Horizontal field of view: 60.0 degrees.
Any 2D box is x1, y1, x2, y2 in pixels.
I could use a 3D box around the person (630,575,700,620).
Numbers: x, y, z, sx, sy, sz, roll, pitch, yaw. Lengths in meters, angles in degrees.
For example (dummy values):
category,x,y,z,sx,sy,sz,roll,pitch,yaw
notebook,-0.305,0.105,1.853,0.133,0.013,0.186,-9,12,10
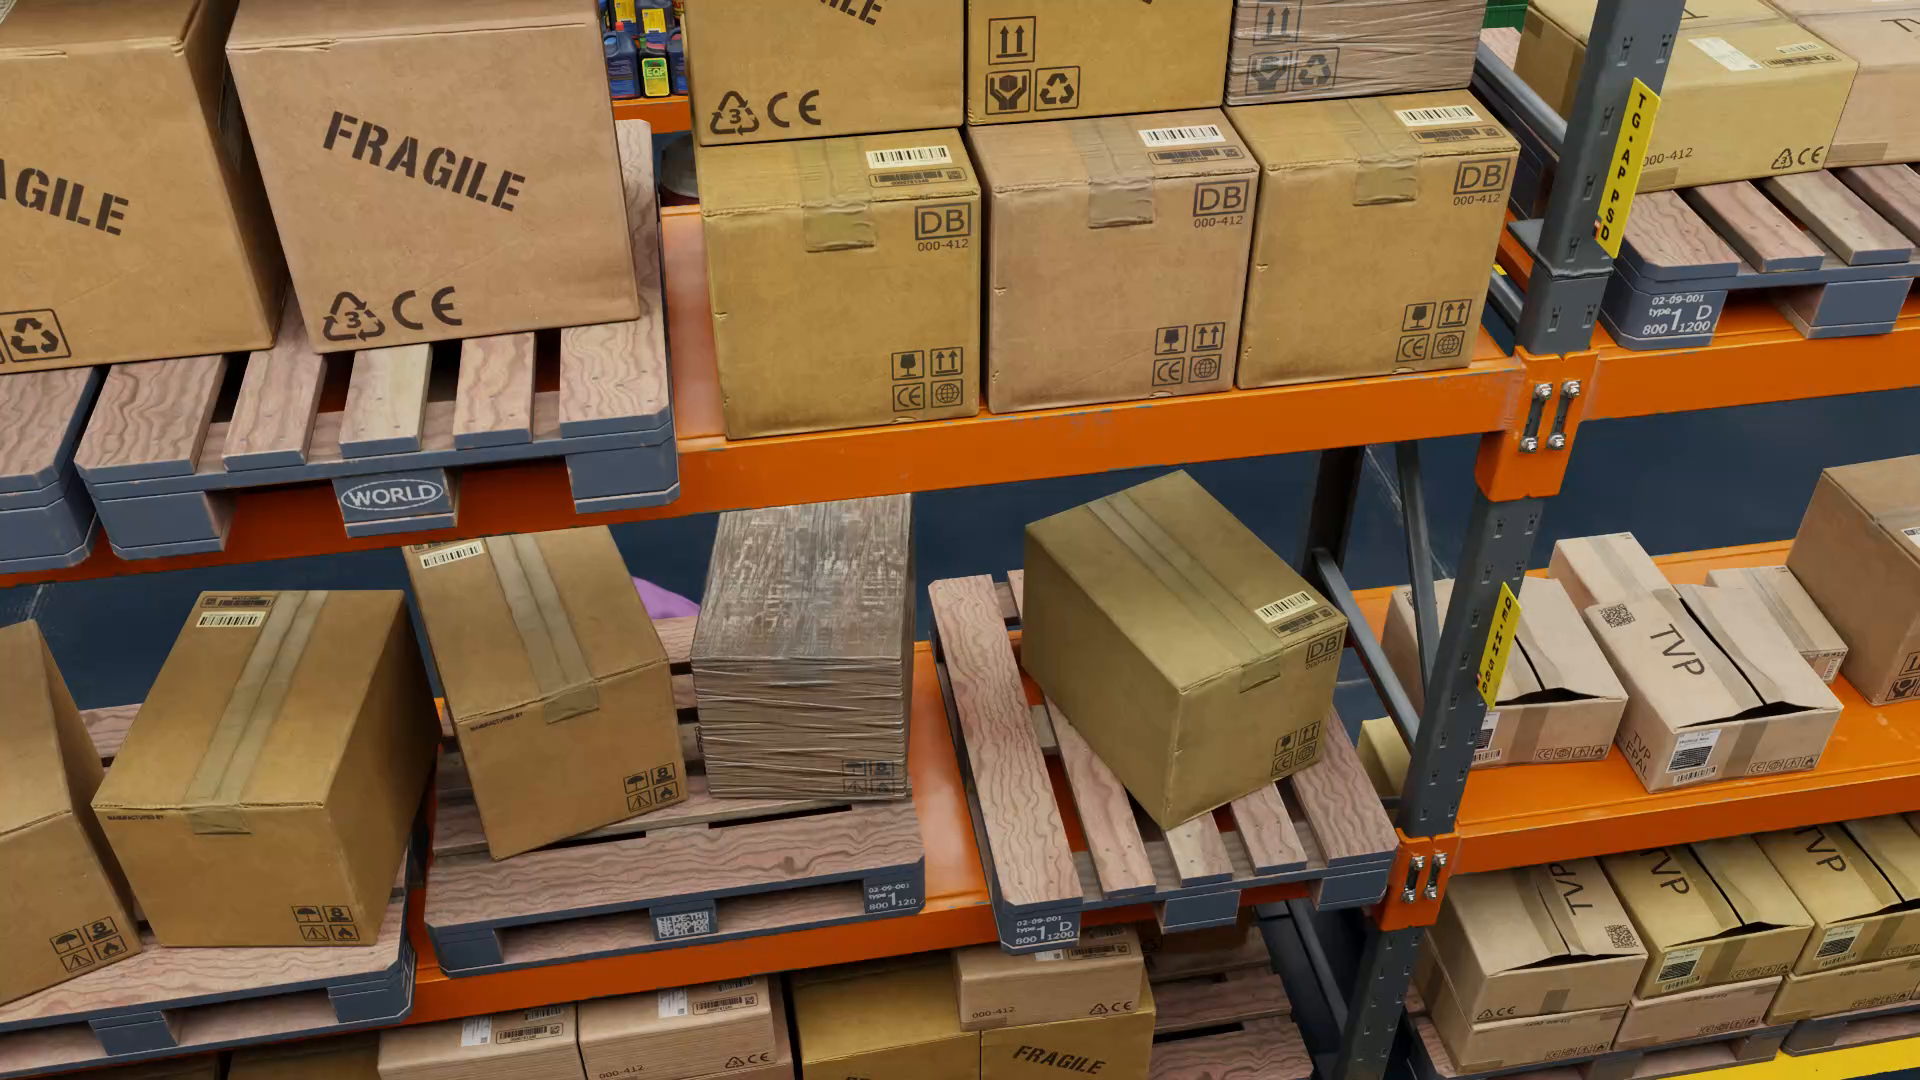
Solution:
category,x,y,z,sx,sy,sz,roll,pitch,yaw
person,-1.235,0.428,6.214,0.810,0.879,0.447,-7,40,-8
